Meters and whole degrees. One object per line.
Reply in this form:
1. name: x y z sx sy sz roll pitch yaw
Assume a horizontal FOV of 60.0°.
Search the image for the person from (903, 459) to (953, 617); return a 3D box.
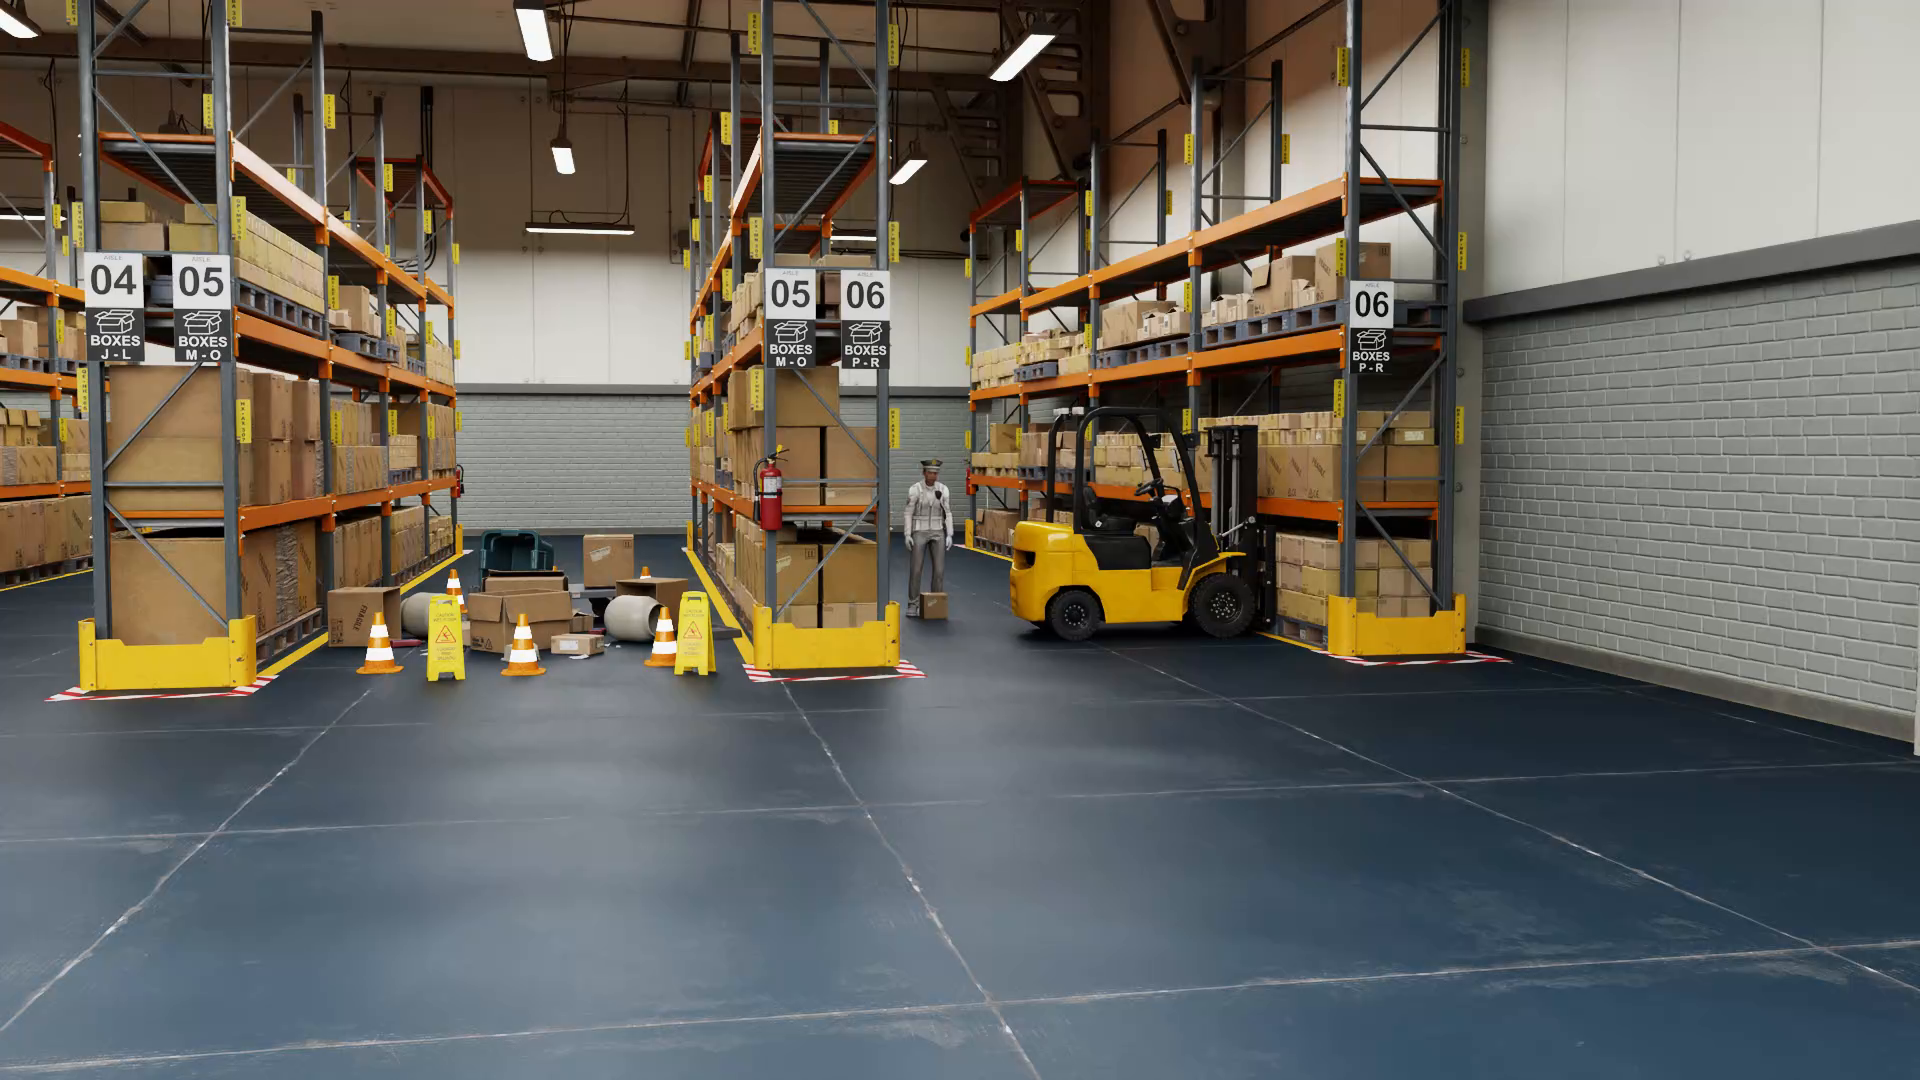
1. person: -0.332 -0.029 17.641 0.535 1.663 0.378 -1 3 -12
